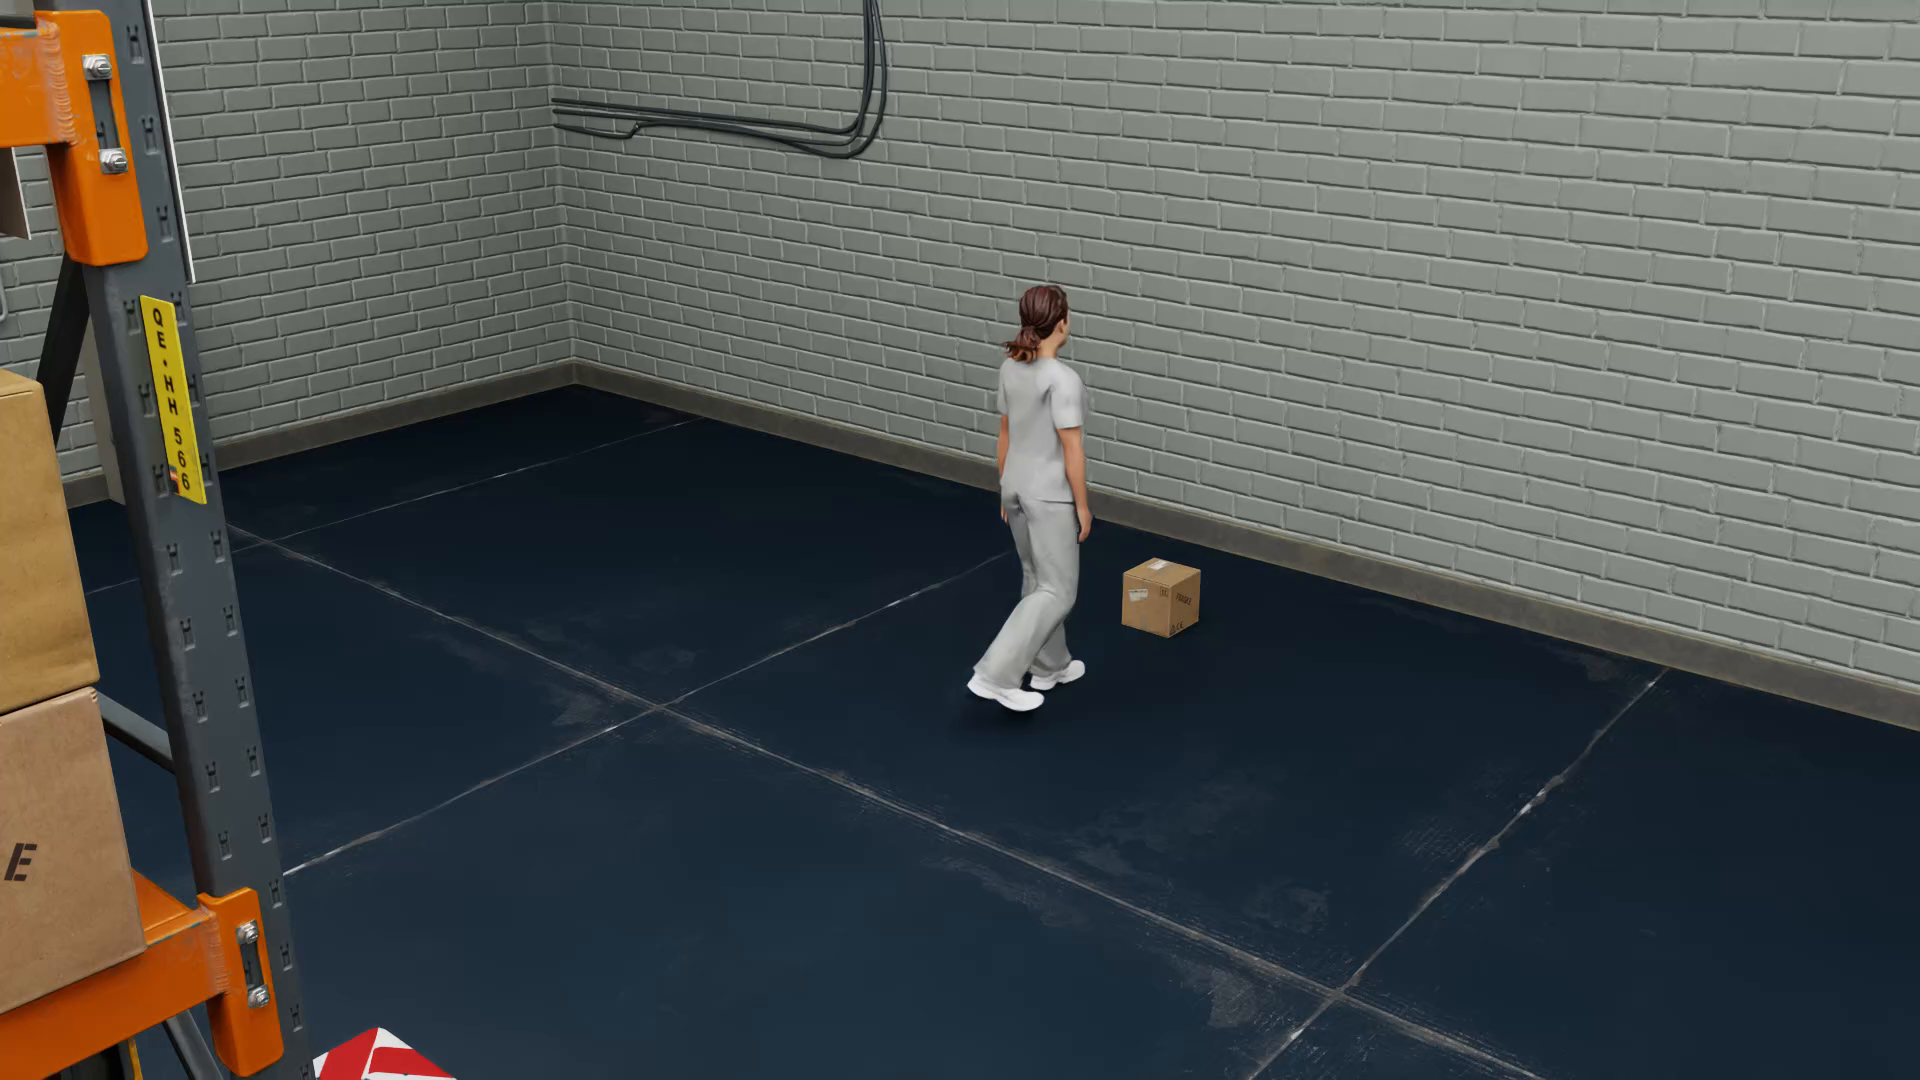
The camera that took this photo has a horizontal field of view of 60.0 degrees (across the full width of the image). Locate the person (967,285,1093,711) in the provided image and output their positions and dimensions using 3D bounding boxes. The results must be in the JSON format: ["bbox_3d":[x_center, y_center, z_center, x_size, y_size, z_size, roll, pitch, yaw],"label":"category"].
[{"bbox_3d":[0.284,-0.146,6.469,0.681,1.678,0.460,-13,24,-32],"label":"person"}]
